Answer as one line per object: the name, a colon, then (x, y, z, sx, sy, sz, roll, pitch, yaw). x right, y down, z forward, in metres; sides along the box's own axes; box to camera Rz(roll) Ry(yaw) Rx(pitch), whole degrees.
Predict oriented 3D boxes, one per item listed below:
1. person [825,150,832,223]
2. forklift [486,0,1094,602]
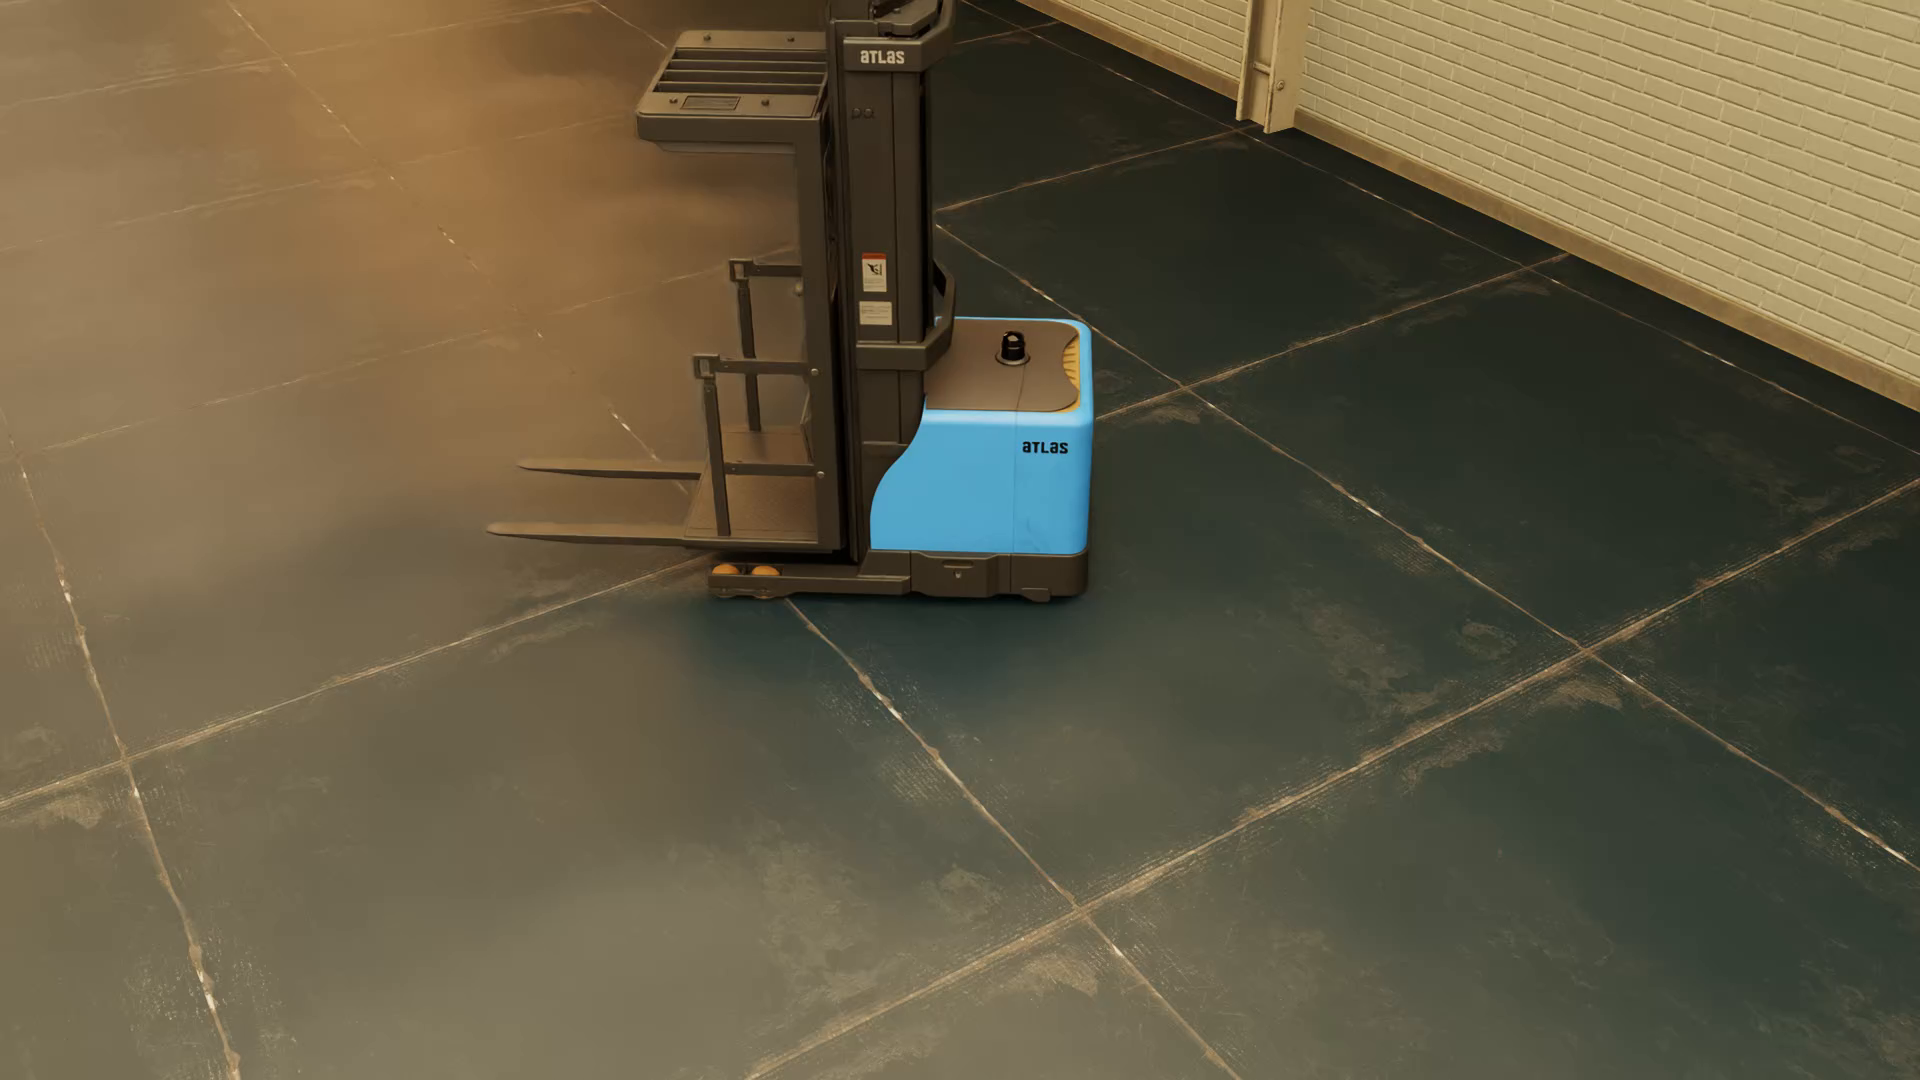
person: (-0.570, -2.016, 10.097, 0.511, 1.698, 0.725, -10, 36, -14)
forklift: (-0.859, -1.207, 7.865, 3.031, 2.935, 1.130, 2, 35, 2)
